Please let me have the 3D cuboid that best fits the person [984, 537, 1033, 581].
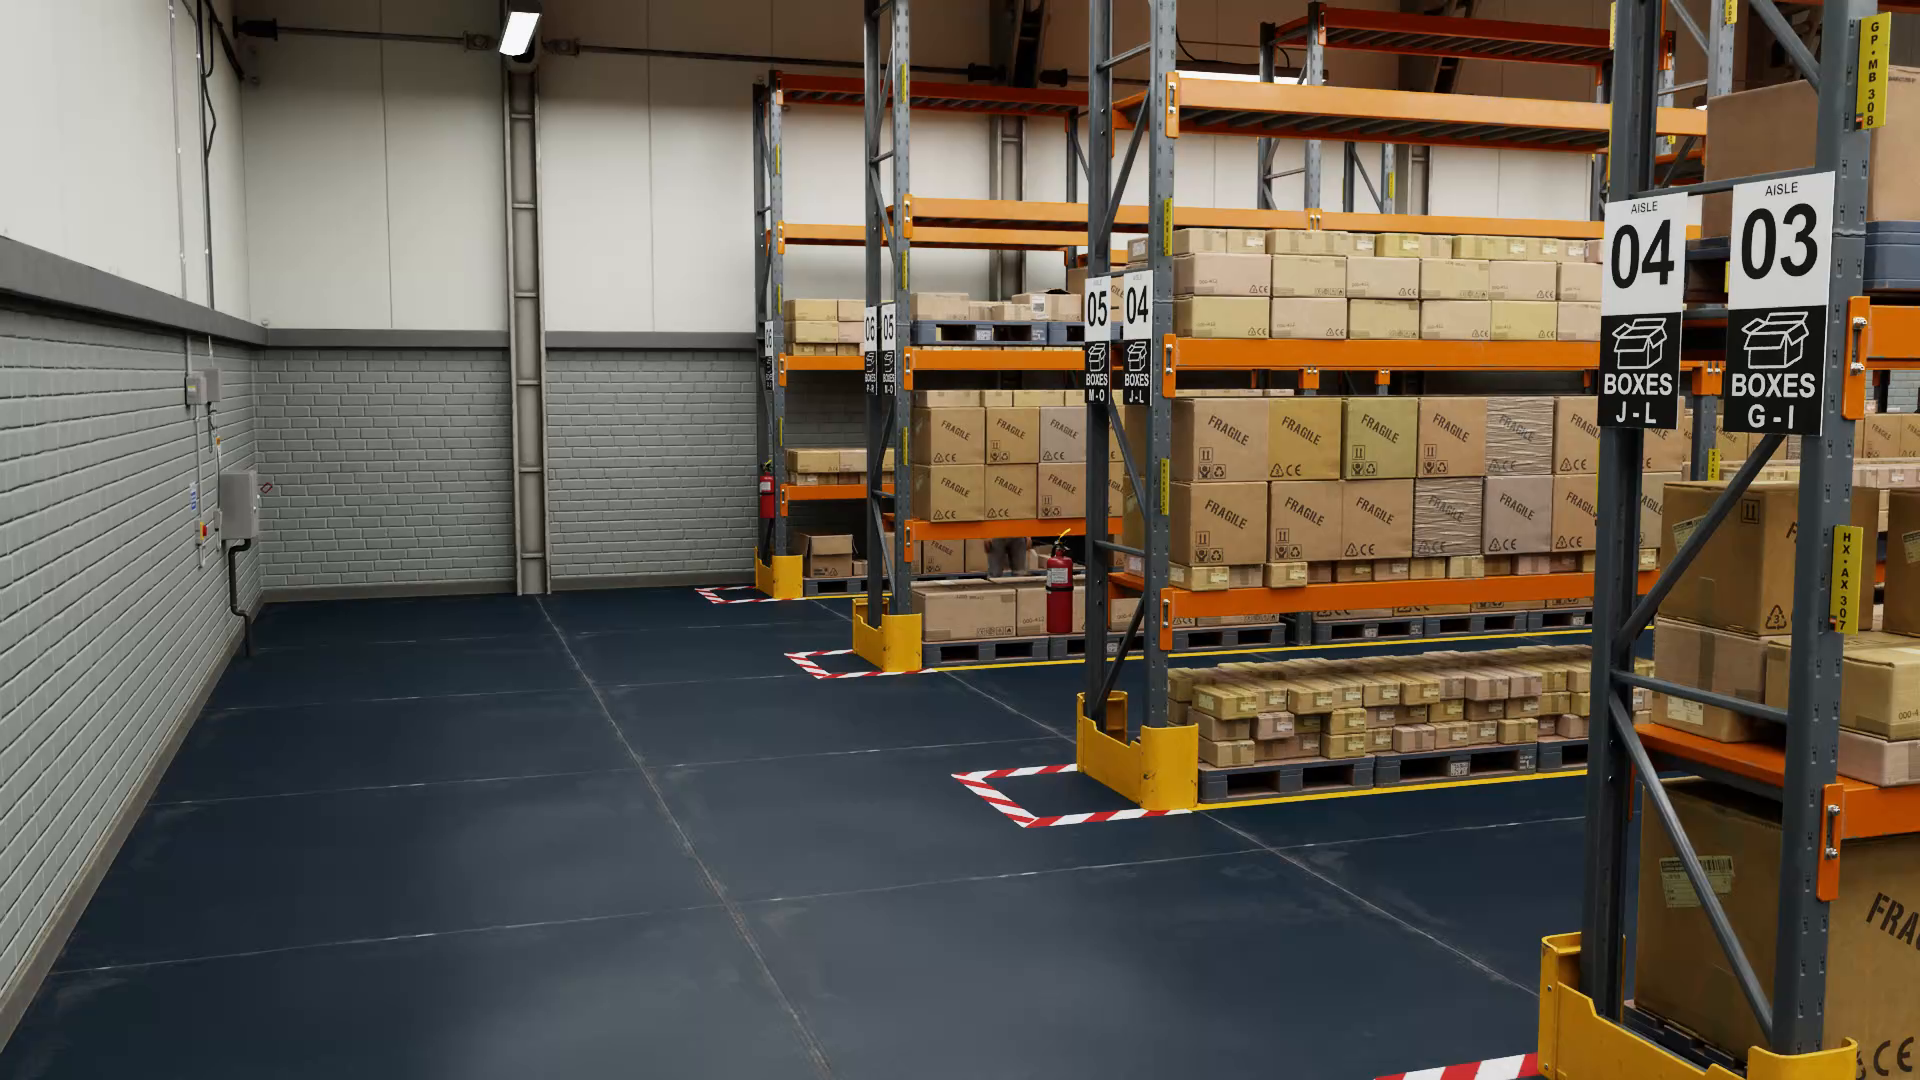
[{"bbox_3d":[0.504,-0.035,17.549,0.584,1.770,0.463,-2,6,-22],"label":"person"}]
